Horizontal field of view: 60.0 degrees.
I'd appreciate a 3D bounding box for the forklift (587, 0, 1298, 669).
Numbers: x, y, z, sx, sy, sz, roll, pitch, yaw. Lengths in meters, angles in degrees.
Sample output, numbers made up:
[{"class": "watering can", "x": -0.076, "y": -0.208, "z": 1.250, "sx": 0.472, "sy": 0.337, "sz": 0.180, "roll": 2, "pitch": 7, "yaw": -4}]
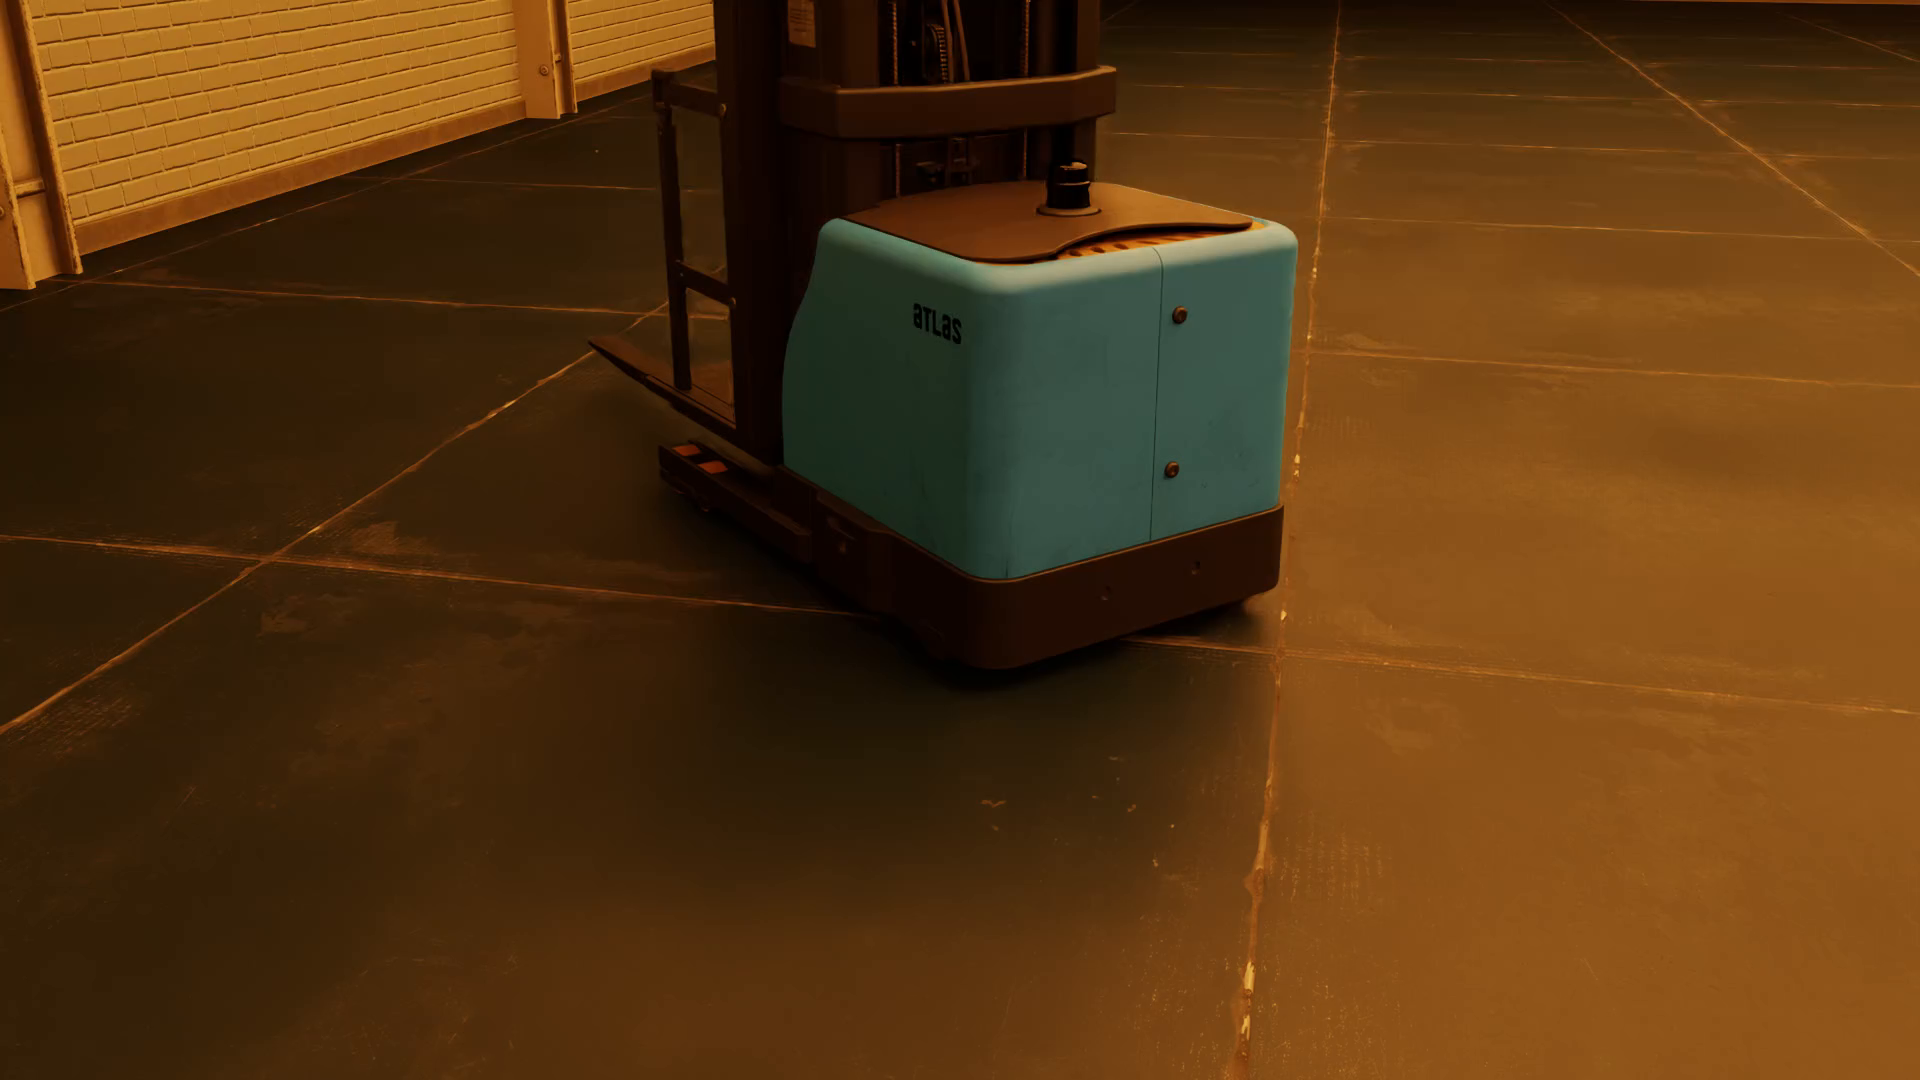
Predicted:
[{"class": "forklift", "x": -0.340, "y": -1.536, "z": 5.033, "sx": 1.130, "sy": 2.935, "sz": 3.031, "roll": -14, "pitch": 26, "yaw": -31}]
